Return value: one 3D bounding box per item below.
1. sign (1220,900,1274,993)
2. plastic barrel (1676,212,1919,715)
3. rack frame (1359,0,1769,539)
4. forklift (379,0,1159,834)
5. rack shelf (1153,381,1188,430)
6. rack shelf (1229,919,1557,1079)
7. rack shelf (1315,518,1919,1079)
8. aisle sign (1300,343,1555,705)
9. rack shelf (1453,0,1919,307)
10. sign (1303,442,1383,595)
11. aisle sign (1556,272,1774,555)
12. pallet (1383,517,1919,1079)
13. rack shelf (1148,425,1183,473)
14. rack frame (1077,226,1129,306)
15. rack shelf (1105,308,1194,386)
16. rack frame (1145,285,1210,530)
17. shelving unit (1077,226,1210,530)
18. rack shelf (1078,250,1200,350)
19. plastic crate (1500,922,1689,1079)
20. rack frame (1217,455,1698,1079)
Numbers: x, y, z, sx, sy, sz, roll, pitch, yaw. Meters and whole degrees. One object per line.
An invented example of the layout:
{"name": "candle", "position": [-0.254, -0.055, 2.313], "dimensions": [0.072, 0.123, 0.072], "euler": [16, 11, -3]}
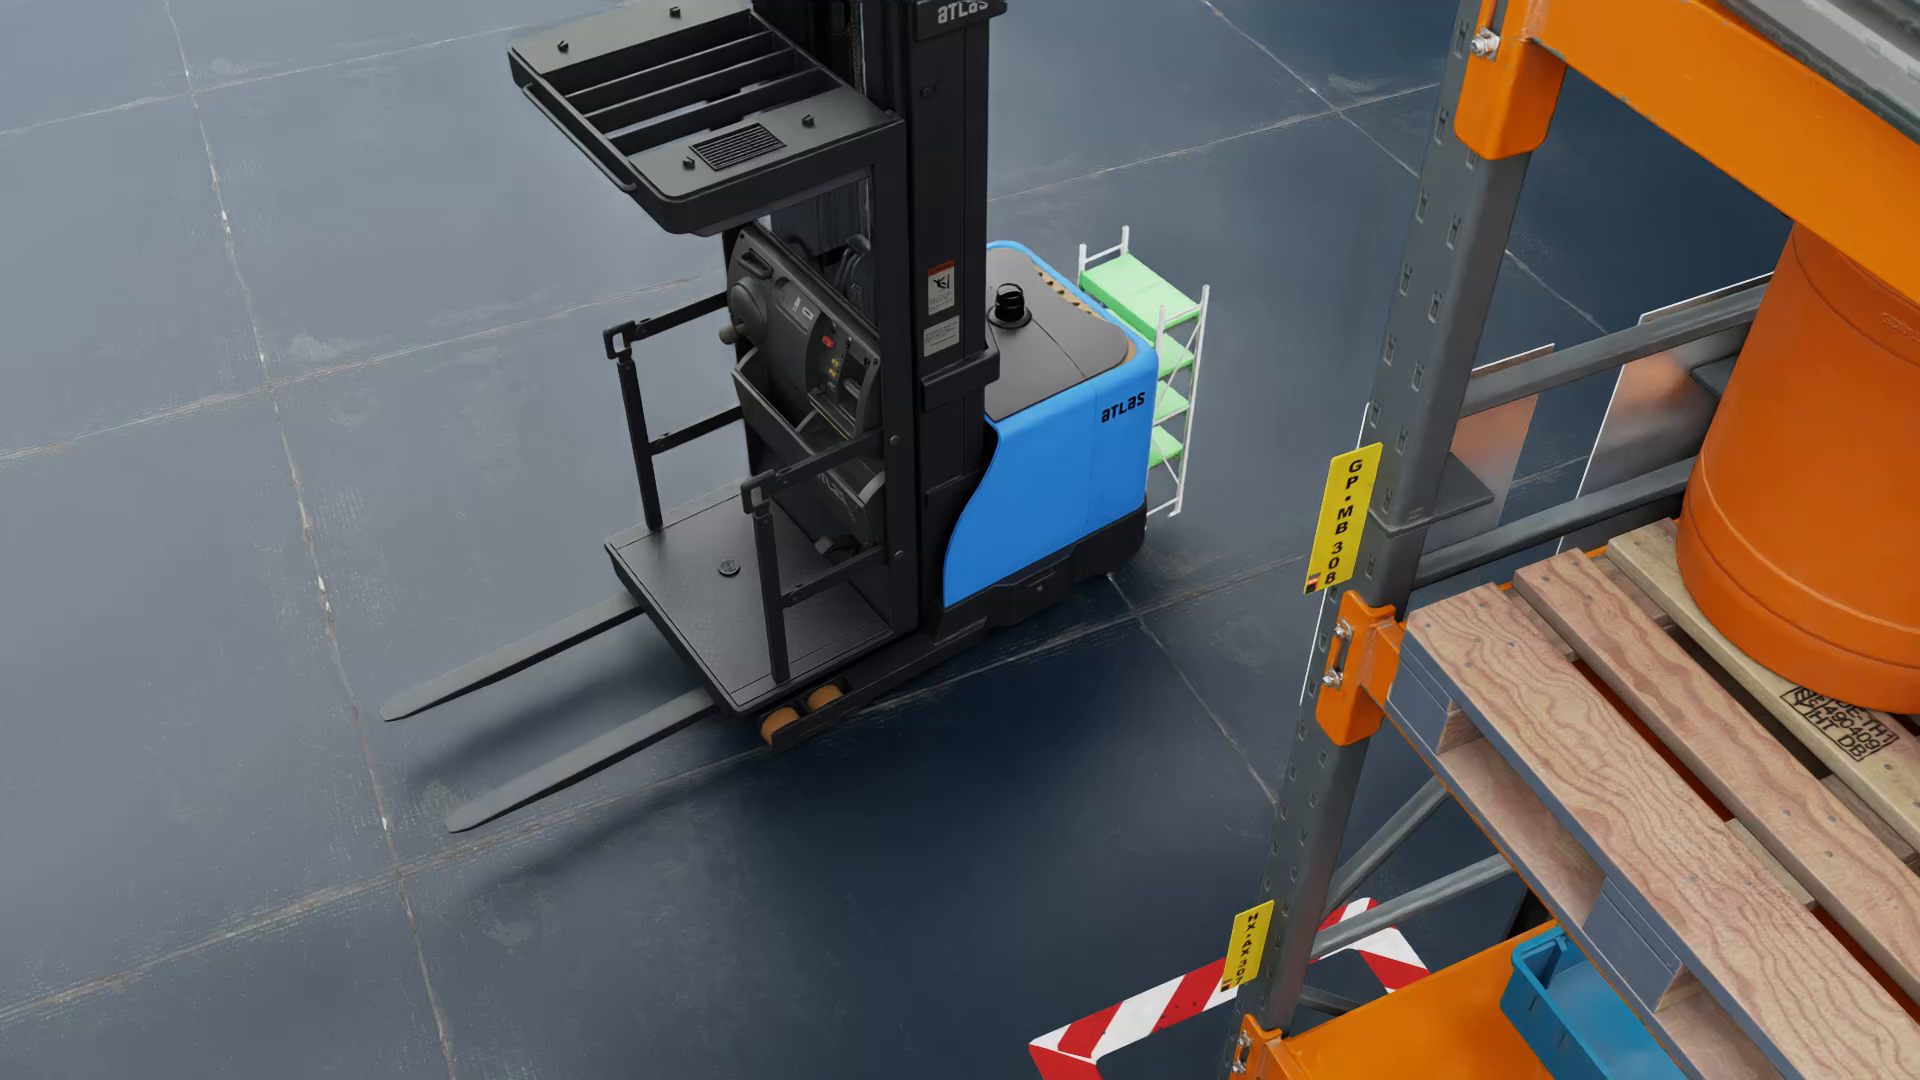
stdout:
{"name": "sign", "position": [0.660, 0.939, 3.834], "dimensions": [0.100, 0.325, 0.005], "euler": [-18, 47, -17]}
{"name": "plastic barrel", "position": [1.481, -0.220, 2.465], "dimensions": [0.600, 0.830, 0.708], "euler": [-18, 47, -17]}
{"name": "rack frame", "position": [1.161, -1.257, 1.986], "dimensions": [1.000, 3.000, 0.127], "euler": [-18, 47, -17]}
{"name": "forklift", "position": [-0.723, -0.670, 5.711], "dimensions": [3.031, 2.935, 1.130], "euler": [-26, 50, -24]}
{"name": "rack shelf", "position": [0.718, -0.600, 6.964], "dimensions": [0.258, 0.148, 0.480], "euler": [-26, 50, -24]}
{"name": "rack shelf", "position": [2.002, 2.409, 3.054], "dimensions": [1.077, 0.370, 4.000], "euler": [-18, 47, -17]}
{"name": "rack shelf", "position": [2.002, 1.341, 2.001], "dimensions": [1.077, 0.370, 4.000], "euler": [-18, 47, -17]}
{"name": "aisle sign", "position": [0.865, -0.007, 3.139], "dimensions": [0.394, 0.787, 0.004], "euler": [-18, 47, -17]}
{"name": "rack shelf", "position": [2.002, 0.416, 1.088], "dimensions": [1.077, 0.370, 4.000], "euler": [-18, 47, -17]}
{"name": "sign", "position": [0.660, -0.033, 2.875], "dimensions": [0.100, 0.325, 0.005], "euler": [-18, 47, -17]}
{"name": "aisle sign", "position": [1.401, -0.181, 3.315], "dimensions": [0.394, 0.787, 0.004], "euler": [-18, 47, -17]}
{"name": "pallet", "position": [1.420, 0.434, 2.542], "dimensions": [1.003, 0.211, 1.213], "euler": [-18, 47, -17]}
{"name": "rack shelf", "position": [0.717, -0.429, 7.132], "dimensions": [0.258, 0.148, 0.480], "euler": [-26, 50, -24]}
{"name": "rack frame", "position": [0.577, -0.786, 7.061], "dimensions": [0.240, 1.200, 0.015], "euler": [-26, 50, -24]}
{"name": "rack shelf", "position": [0.718, -0.771, 6.795], "dimensions": [0.258, 0.148, 0.480], "euler": [-26, 50, -24]}
{"name": "rack frame", "position": [0.858, -0.506, 6.777], "dimensions": [0.240, 1.200, 0.015], "euler": [-26, 50, -24]}
{"name": "shelving unit", "position": [0.718, -0.646, 6.919], "dimensions": [0.258, 1.200, 0.503], "euler": [-26, 50, -24]}
{"name": "rack shelf", "position": [0.718, -0.942, 6.627], "dimensions": [0.258, 0.148, 0.480], "euler": [-26, 50, -24]}
{"name": "plastic crate", "position": [1.643, 1.162, 3.912], "dimensions": [0.499, 0.251, 0.616], "euler": [-18, 47, -17]}
{"name": "rack frame", "position": [1.161, 0.878, 4.093], "dimensions": [1.000, 3.000, 0.127], "euler": [-18, 47, -17]}
